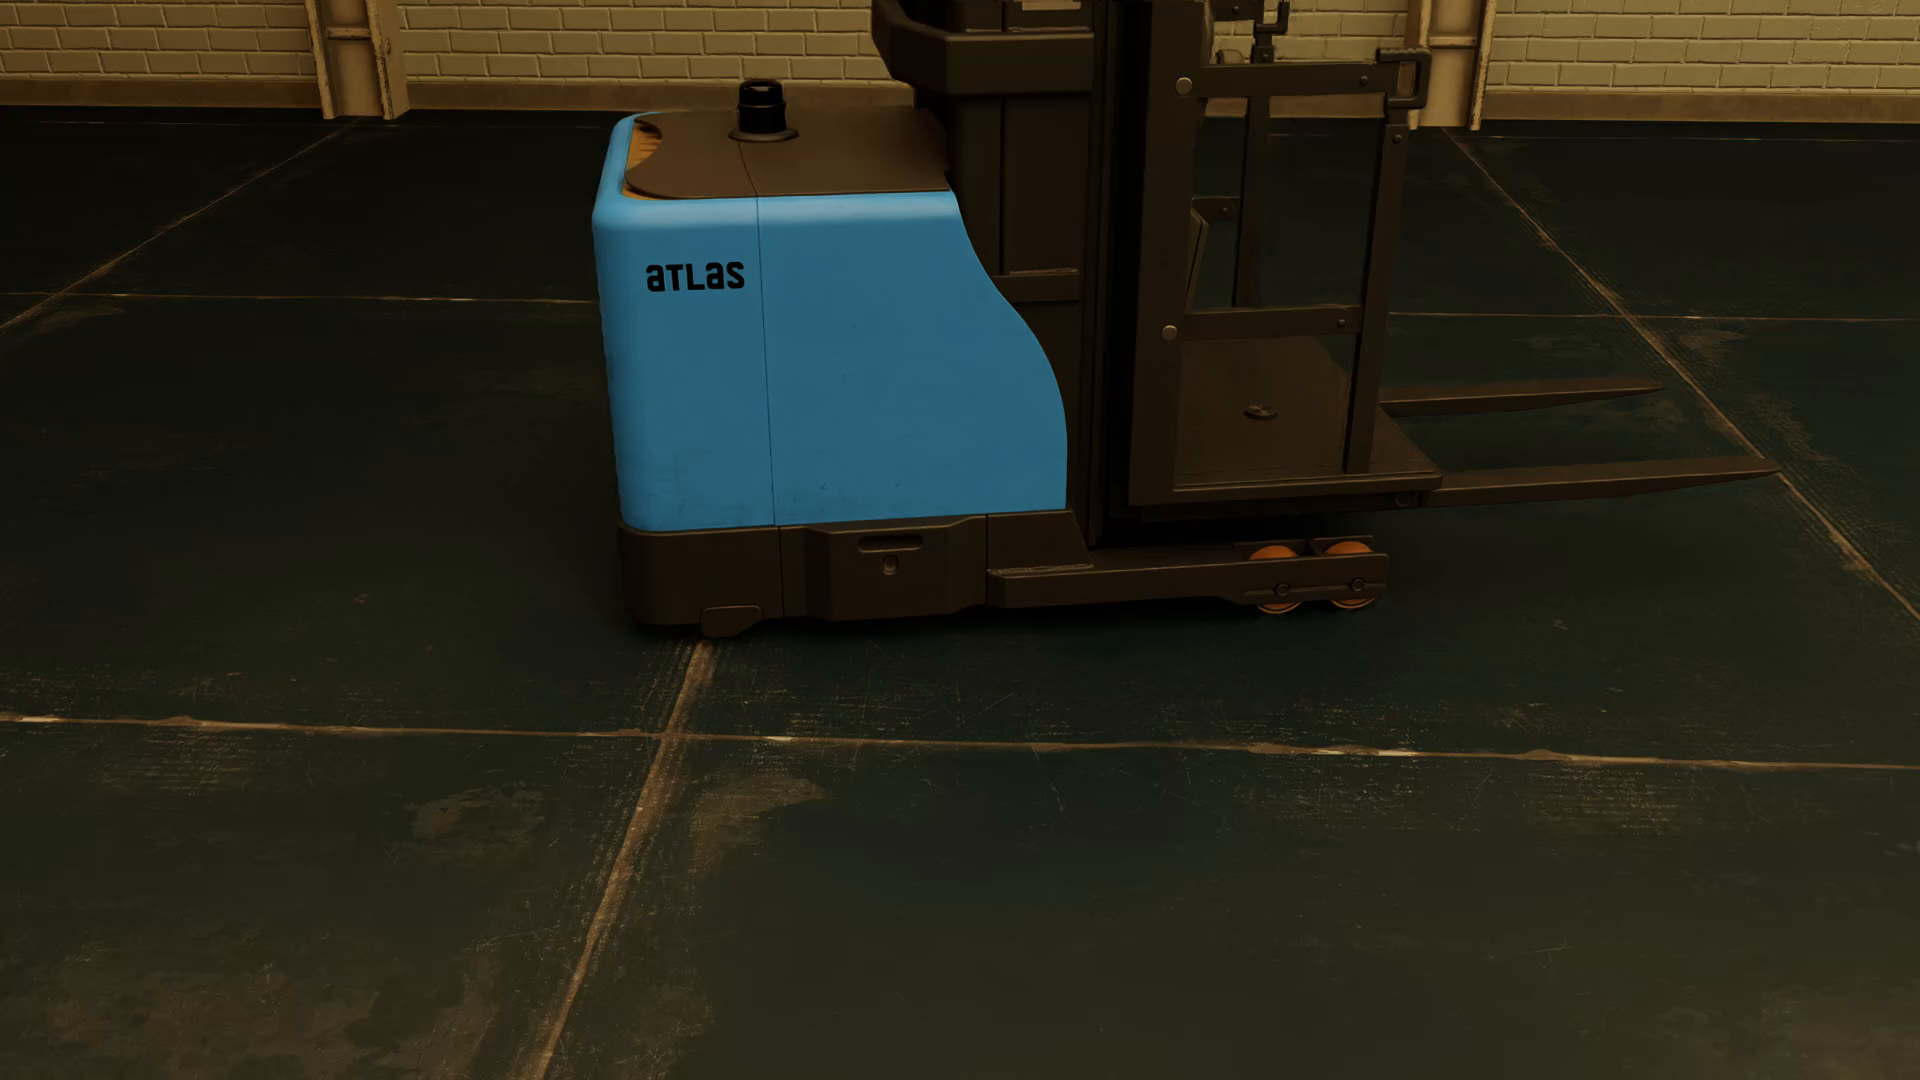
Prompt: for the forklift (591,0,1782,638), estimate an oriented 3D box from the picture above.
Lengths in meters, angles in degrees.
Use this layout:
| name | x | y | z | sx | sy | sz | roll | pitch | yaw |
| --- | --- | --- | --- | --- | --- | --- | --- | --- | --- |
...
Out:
| name | x | y | z | sx | sy | sz | roll | pitch | yaw |
| --- | --- | --- | --- | --- | --- | --- | --- | --- | --- |
| forklift | 0.633 | -1.360 | 3.965 | 3.031 | 2.935 | 1.130 | -3 | 26 | -7 |
